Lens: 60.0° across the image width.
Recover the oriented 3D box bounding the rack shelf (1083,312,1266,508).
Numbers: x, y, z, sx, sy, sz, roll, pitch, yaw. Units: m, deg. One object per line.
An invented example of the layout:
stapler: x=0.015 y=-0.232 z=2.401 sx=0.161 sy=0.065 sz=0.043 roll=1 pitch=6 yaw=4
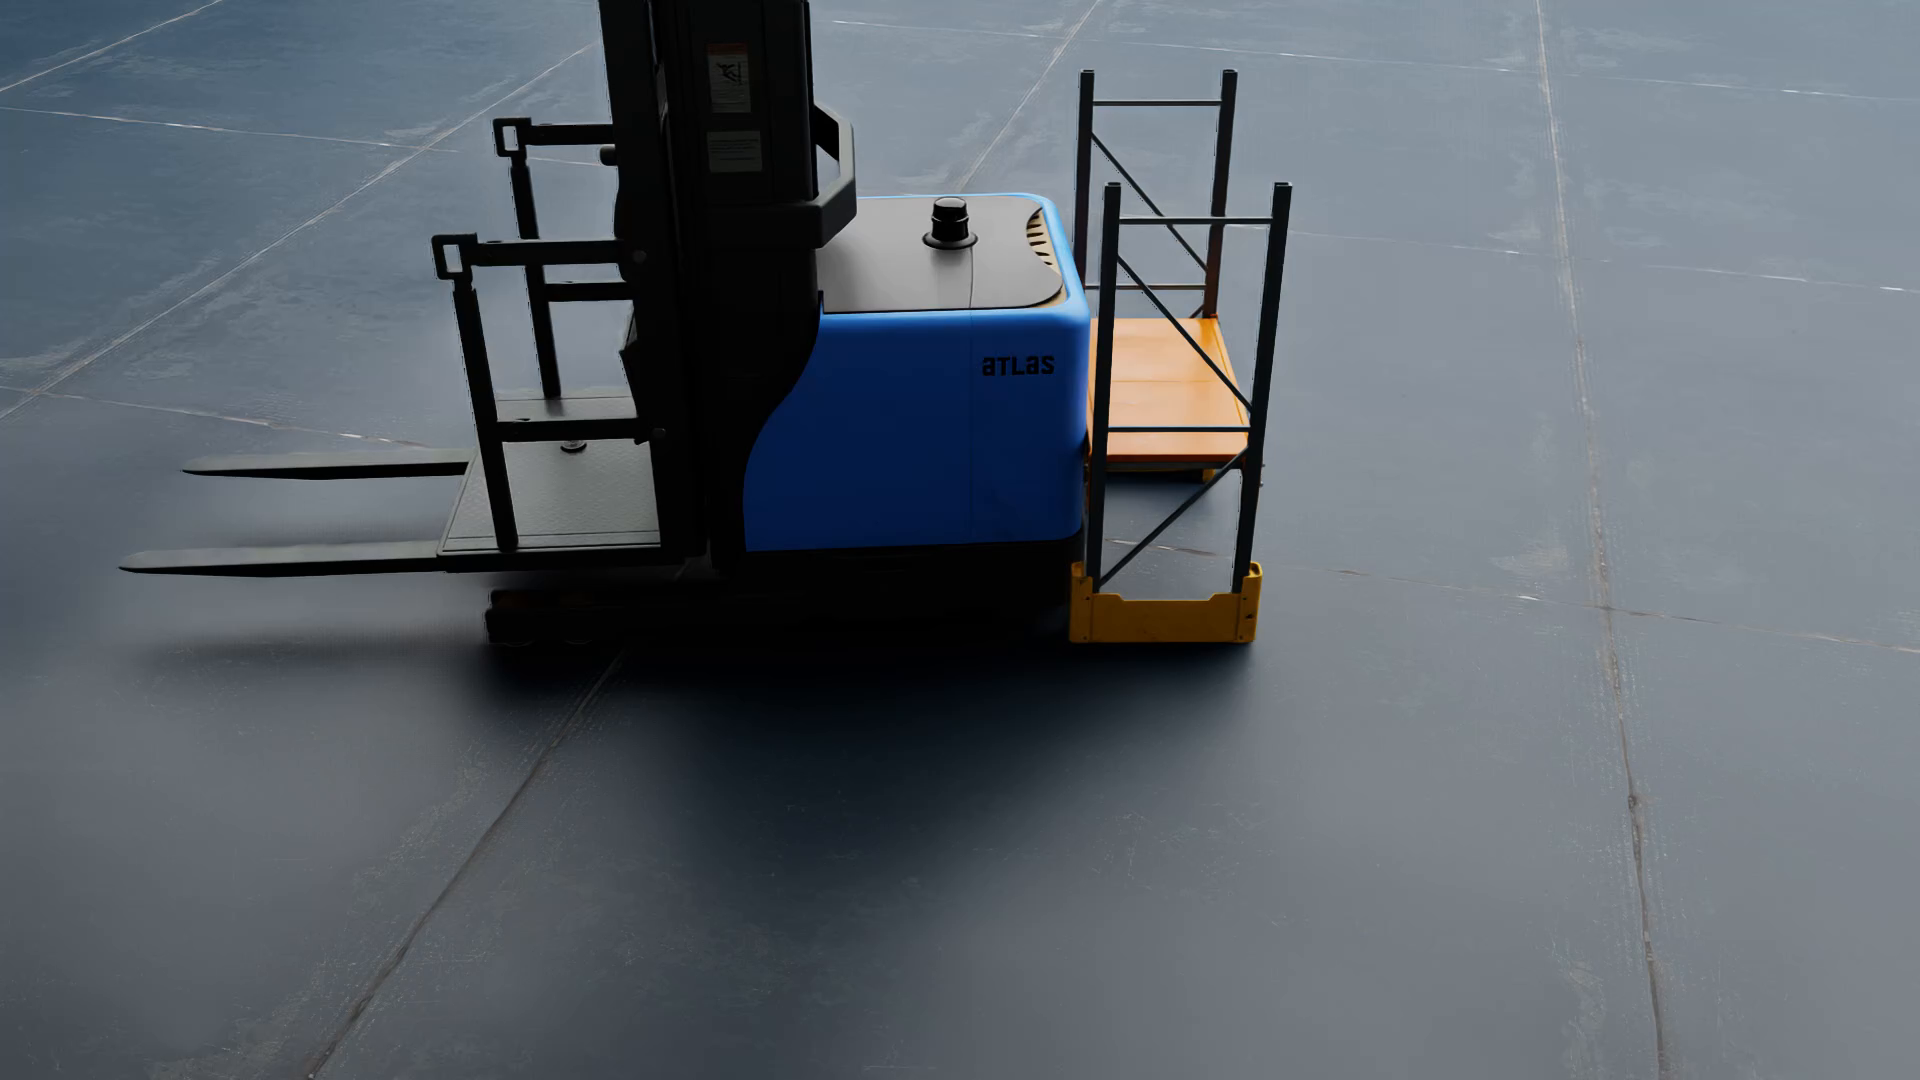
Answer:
rack shelf: x=0.637 y=-0.442 z=5.383 sx=0.538 sy=0.185 sz=1.000 roll=0 pitch=32 yaw=0

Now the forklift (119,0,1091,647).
forklift: x=-1.145 y=-1.195 z=4.898 sx=3.031 sy=2.935 sz=1.130 roll=-2 pitch=33 yaw=-3

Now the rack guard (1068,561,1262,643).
rack guard: x=0.638 y=0.196 z=5.209 sx=0.587 sy=0.250 sz=0.087 roll=0 pitch=32 yaw=0

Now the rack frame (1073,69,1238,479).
rack frame: x=0.636 y=-0.867 z=5.716 sx=0.500 sy=1.500 sz=0.032 roll=0 pitch=32 yaw=0

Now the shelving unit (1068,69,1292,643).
shelving unit: x=0.637 y=-0.599 z=5.294 sx=0.587 sy=1.500 sz=1.083 roll=0 pitch=32 yaw=0

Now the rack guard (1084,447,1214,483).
rack guard: x=0.636 y=-0.339 z=6.050 sx=0.587 sy=0.250 sz=0.087 roll=0 pitch=32 yaw=0

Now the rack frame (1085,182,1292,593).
rack frame: x=0.639 y=-0.321 z=4.858 sx=0.500 sy=1.500 sz=0.032 roll=0 pitch=32 yaw=0
